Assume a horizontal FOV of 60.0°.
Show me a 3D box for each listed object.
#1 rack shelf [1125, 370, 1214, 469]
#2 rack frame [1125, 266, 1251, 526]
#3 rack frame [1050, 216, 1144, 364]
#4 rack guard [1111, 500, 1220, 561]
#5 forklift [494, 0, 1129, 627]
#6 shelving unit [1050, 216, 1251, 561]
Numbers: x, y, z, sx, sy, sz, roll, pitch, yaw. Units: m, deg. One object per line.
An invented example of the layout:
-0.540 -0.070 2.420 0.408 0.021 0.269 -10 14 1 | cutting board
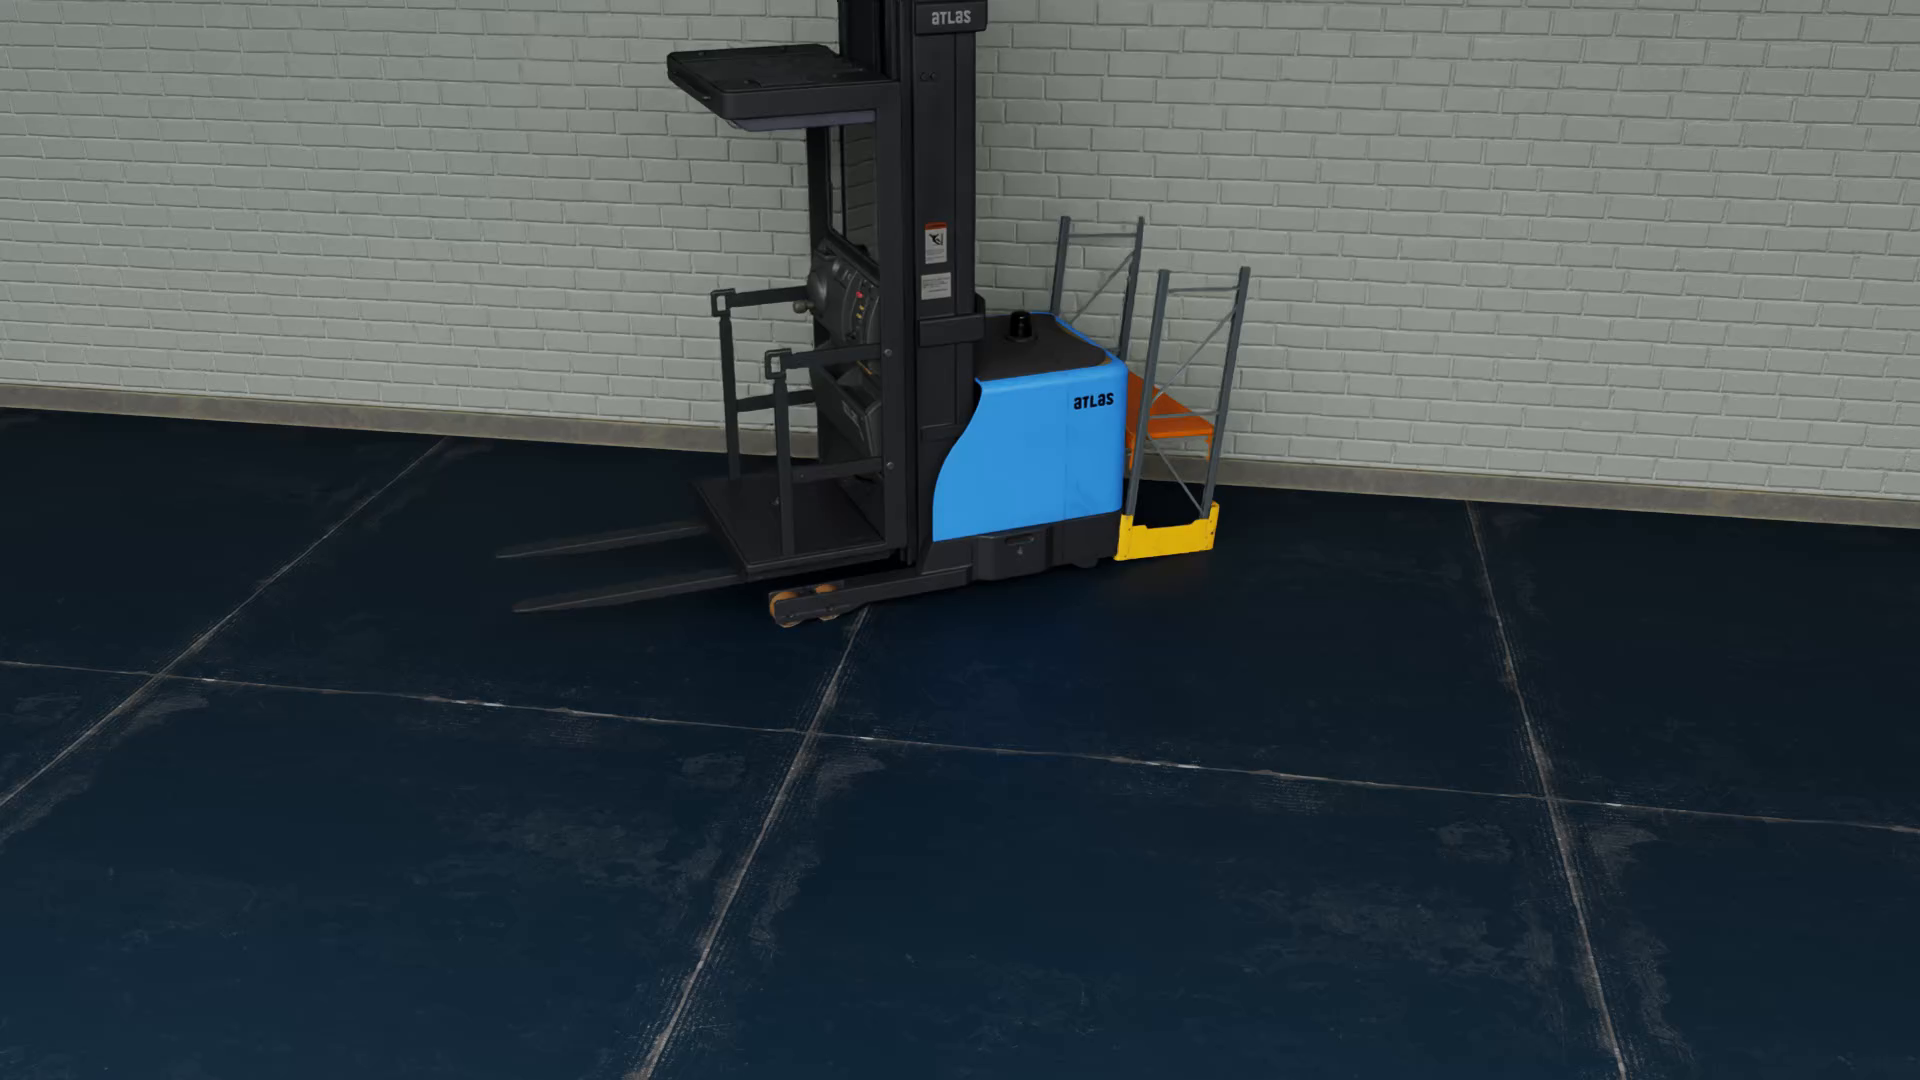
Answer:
0.884 -0.662 8.758 0.538 0.185 1.000 -6 26 -24 | rack shelf
1.108 -0.619 8.270 0.500 1.500 0.032 -6 26 -24 | rack frame
0.692 -1.031 9.100 0.500 1.500 0.032 -6 26 -24 | rack frame
1.051 -0.051 8.524 0.587 0.250 0.087 -6 26 -24 | rack guard
-0.736 -1.169 7.789 3.031 2.935 1.130 -9 27 -19 | forklift
0.904 -0.821 8.678 0.587 1.500 1.083 -6 26 -24 | shelving unit
